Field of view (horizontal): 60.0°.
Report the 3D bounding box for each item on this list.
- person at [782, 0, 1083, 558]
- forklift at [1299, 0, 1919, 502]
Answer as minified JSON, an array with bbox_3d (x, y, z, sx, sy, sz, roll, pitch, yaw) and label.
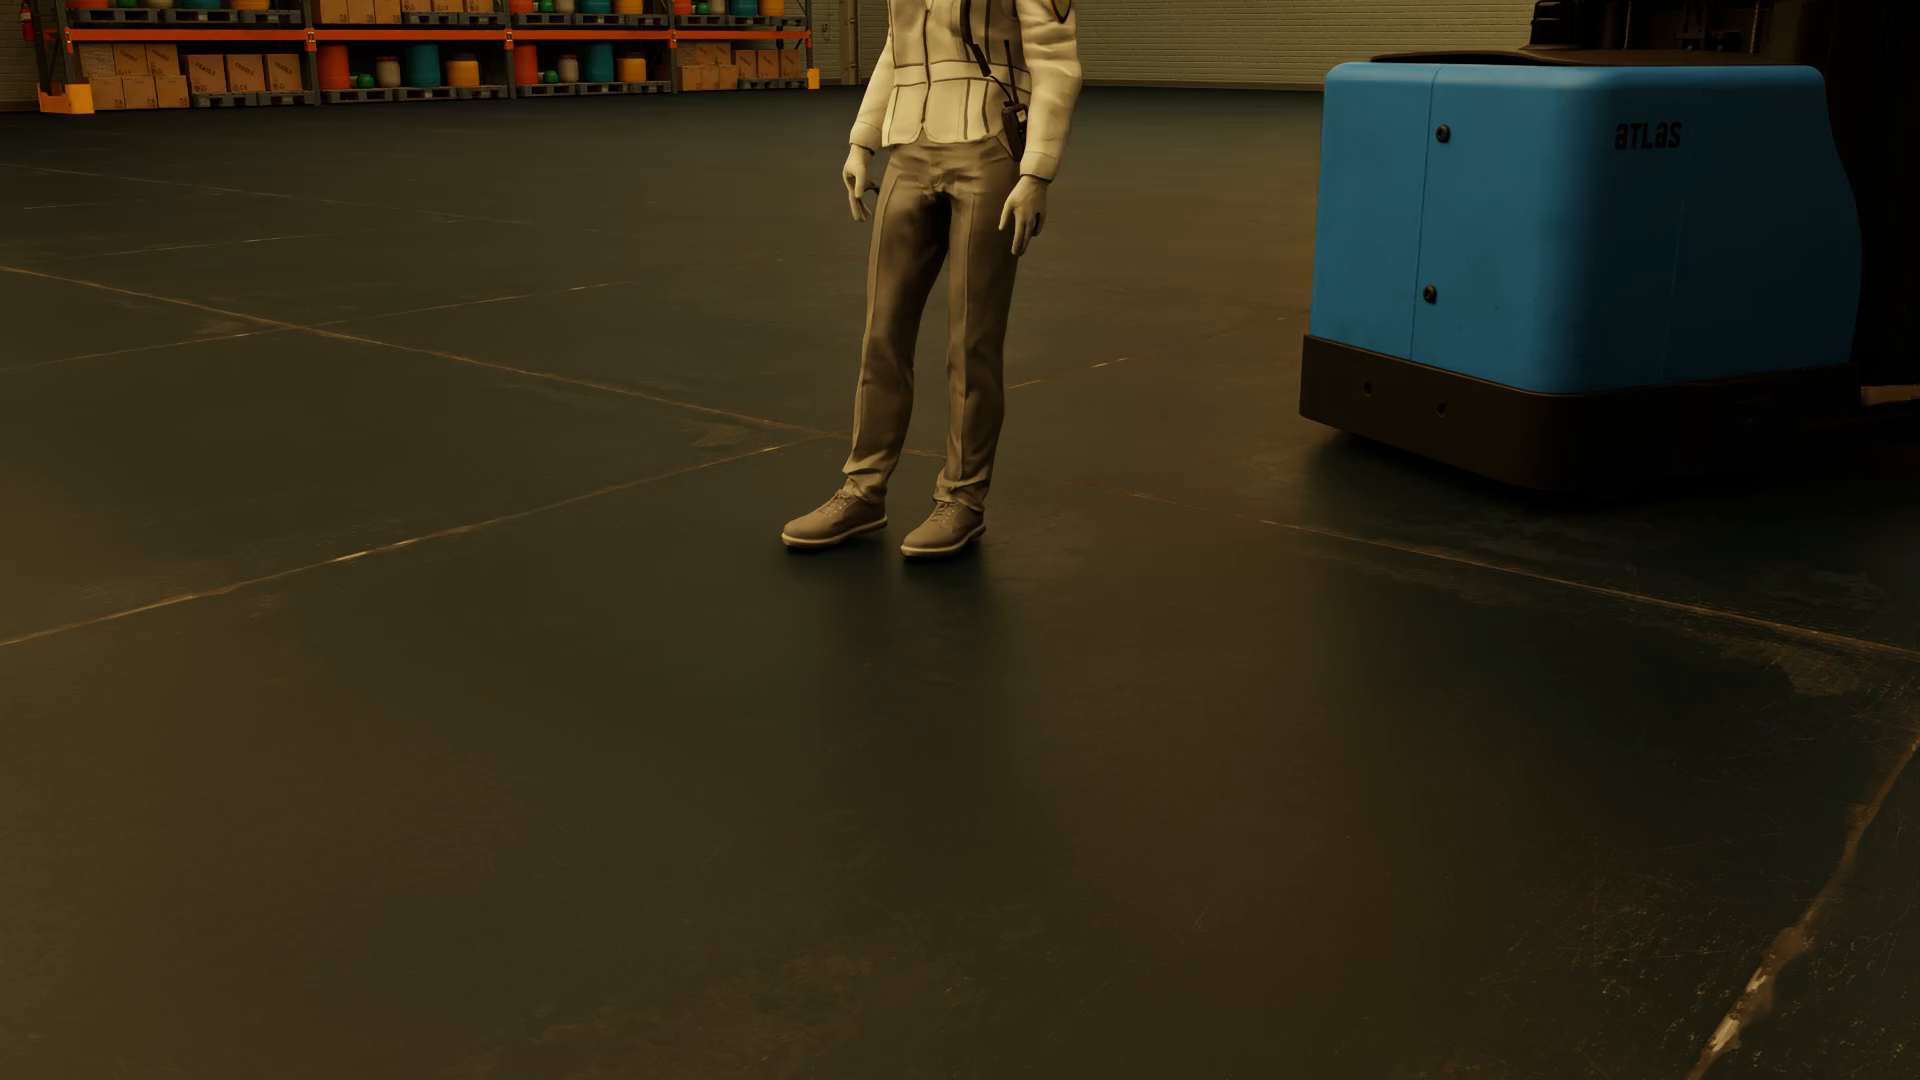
[{"bbox_3d":[-0.049,-0.804,3.647,0.586,1.694,0.532,13,21,37],"label":"person"},{"bbox_3d":[2.561,-1.769,4.722,3.031,2.935,1.130,-8,19,-24],"label":"forklift"}]
